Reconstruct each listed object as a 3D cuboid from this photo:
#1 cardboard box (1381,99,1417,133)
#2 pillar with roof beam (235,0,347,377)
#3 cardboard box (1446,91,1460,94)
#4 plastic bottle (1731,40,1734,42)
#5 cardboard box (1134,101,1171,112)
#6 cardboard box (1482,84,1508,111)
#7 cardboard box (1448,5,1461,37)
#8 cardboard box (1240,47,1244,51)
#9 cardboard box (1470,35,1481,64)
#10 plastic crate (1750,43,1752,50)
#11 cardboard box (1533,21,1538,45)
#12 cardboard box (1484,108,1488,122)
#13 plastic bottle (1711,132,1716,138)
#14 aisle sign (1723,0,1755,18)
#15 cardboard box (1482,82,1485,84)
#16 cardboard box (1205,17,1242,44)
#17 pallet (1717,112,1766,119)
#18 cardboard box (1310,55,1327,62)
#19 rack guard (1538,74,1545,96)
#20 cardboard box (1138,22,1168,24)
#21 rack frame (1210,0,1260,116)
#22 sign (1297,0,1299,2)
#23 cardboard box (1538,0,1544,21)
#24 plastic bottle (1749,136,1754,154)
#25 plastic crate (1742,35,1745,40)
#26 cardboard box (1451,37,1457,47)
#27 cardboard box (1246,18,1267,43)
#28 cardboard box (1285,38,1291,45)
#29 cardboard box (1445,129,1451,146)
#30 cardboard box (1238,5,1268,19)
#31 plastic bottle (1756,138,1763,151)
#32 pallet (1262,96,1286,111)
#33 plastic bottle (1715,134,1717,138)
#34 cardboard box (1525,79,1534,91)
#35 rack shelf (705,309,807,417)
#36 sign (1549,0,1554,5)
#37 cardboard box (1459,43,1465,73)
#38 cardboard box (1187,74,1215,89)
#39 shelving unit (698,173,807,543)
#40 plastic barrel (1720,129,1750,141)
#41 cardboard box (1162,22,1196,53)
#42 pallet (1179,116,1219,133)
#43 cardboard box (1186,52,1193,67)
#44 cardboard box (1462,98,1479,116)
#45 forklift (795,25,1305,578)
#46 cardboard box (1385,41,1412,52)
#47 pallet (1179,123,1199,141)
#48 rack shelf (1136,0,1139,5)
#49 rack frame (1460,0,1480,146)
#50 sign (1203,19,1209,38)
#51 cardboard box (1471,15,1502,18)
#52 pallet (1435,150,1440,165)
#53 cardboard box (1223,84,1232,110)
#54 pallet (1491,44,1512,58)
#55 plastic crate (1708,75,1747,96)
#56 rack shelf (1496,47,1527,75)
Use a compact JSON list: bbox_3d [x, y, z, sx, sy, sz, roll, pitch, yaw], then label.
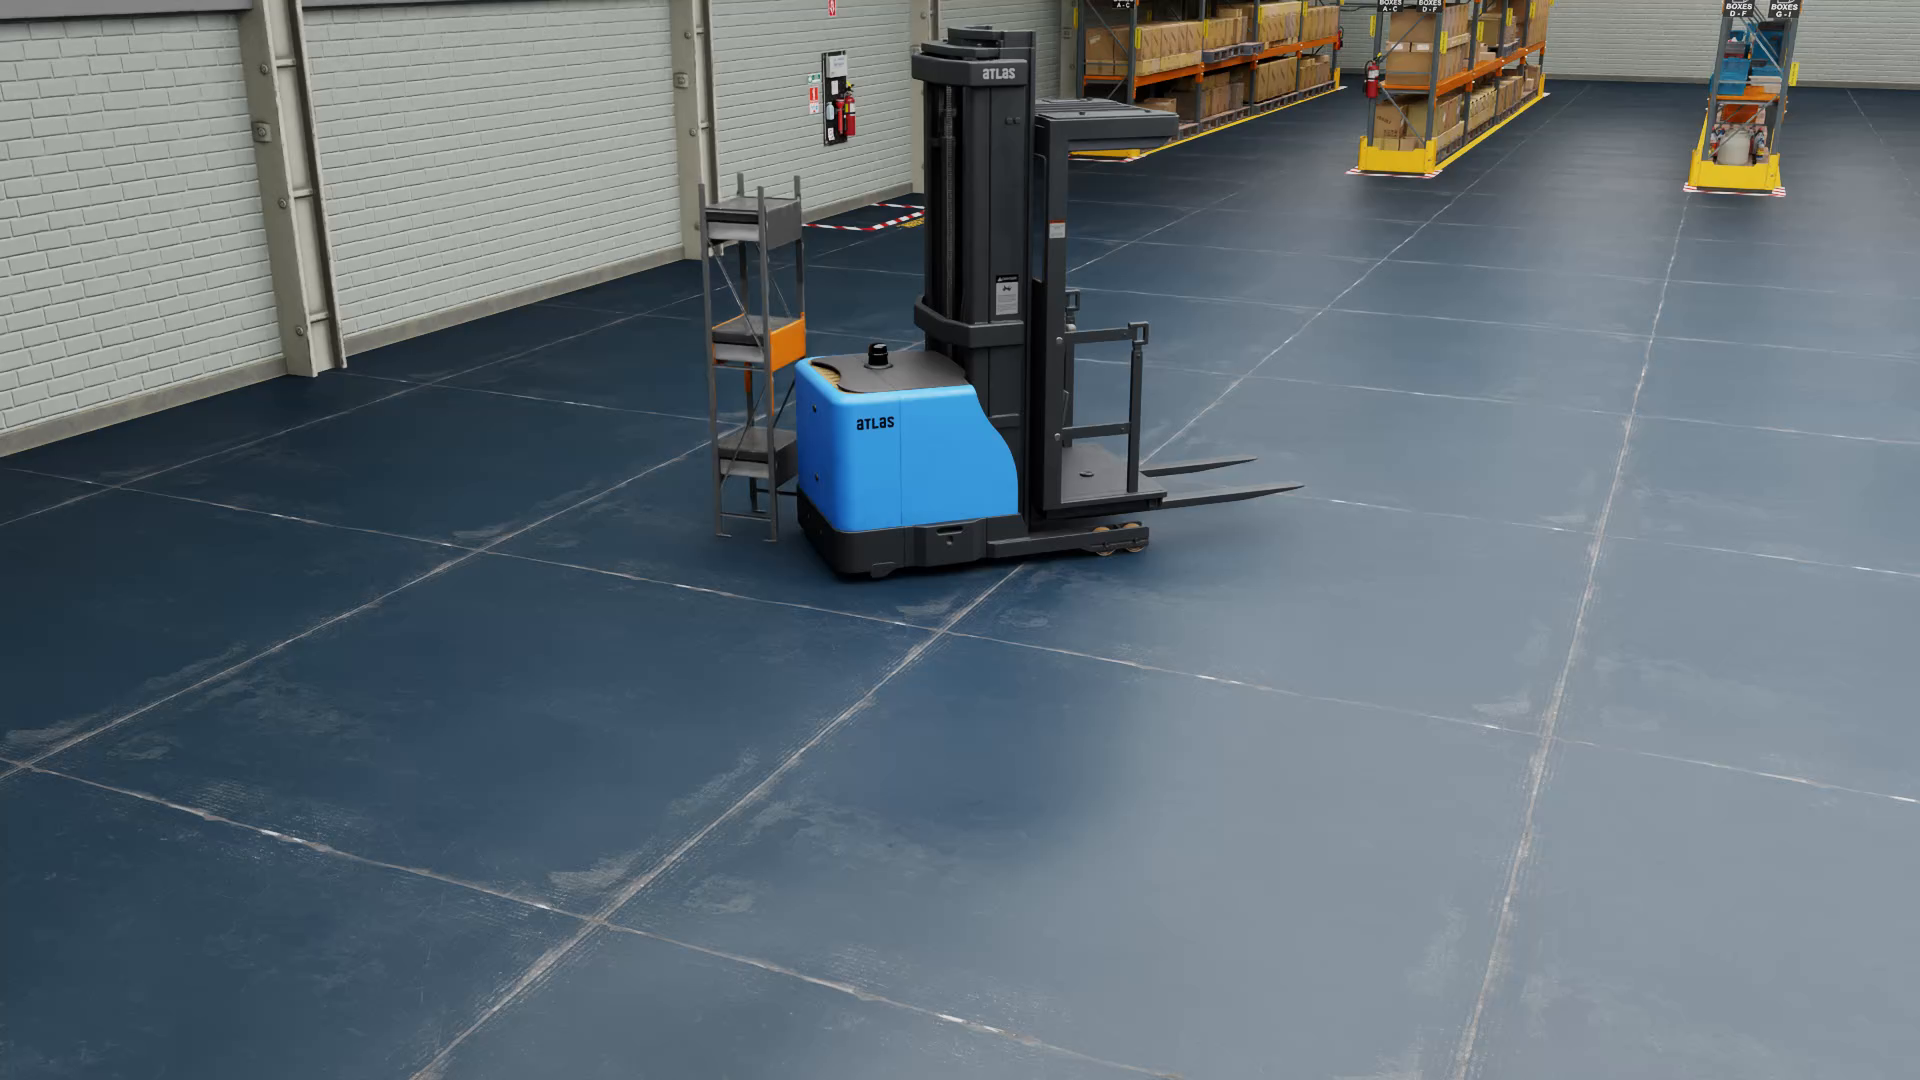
[{"bbox_3d":[7.326,-7.102,27.819,0.500,0.500,0.500,9,21,23],"label":"cardboard box"},{"bbox_3d":[-1.485,-5.078,10.818,9.100,9.000,0.400,9,21,23],"label":"pillar with roof beam"},{"bbox_3d":[9.357,-8.508,32.057,0.500,0.311,0.500,8,21,21],"label":"cardboard box"},{"bbox_3d":[15.726,-10.061,33.969,0.152,0.276,0.135,9,21,23],"label":"plastic bottle"},{"bbox_3d":[3.406,-7.632,30.028,0.700,0.500,0.500,7,21,19],"label":"cardboard box"},{"bbox_3d":[10.914,-9.069,34.068,0.500,0.500,0.500,8,21,21],"label":"cardboard box"},{"bbox_3d":[8.032,-8.770,28.068,0.700,0.500,0.500,9,21,23],"label":"cardboard box"},{"bbox_3d":[6.083,-10.418,35.130,0.380,0.149,0.250,8,21,22],"label":"cardboard box"},{"bbox_3d":[9.586,-9.311,31.524,0.500,0.500,0.500,7,21,20],"label":"cardboard box"},{"bbox_3d":[16.734,-10.348,34.893,0.396,0.136,0.243,9,21,23],"label":"plastic crate"},{"bbox_3d":[12.767,-11.477,37.615,0.500,0.500,0.500,8,21,22],"label":"cardboard box"},{"bbox_3d":[9.848,-8.176,31.958,0.500,0.250,0.500,9,22,24],"label":"cardboard box"},{"bbox_3d":[12.101,-6.400,26.786,0.144,0.351,0.185,10,22,25],"label":"plastic bottle"},{"bbox_3d":[11.199,-7.896,23.816,0.394,0.787,0.004,9,21,23],"label":"aisle sign"},{"bbox_3d":[10.639,-9.285,34.674,0.500,0.500,0.500,8,21,21],"label":"cardboard box"},{"bbox_3d":[5.350,-10.392,33.908,0.700,0.500,0.500,6,21,18],"label":"cardboard box"},{"bbox_3d":[15.561,-8.403,33.281,1.003,0.211,1.213,9,21,23],"label":"pallet"},{"bbox_3d":[8.827,-11.859,40.973,0.380,0.149,0.250,9,22,24],"label":"cardboard box"},{"bbox_3d":[13.503,-11.024,40.220,1.175,0.500,0.348,9,21,23],"label":"rack guard"},{"bbox_3d":[3.501,-9.254,30.589,0.500,0.500,0.500,8,21,22],"label":"cardboard box"},{"bbox_3d":[5.737,-10.458,34.898,1.000,3.000,0.127,9,21,23],"label":"rack frame"},{"bbox_3d":[8.509,-13.426,41.835,0.100,0.325,0.005,9,21,23],"label":"sign"},{"bbox_3d":[12.978,-12.098,37.870,0.500,0.500,0.500,9,22,24],"label":"cardboard box"},{"bbox_3d":[12.758,-6.374,26.813,0.061,0.283,0.133,9,21,23],"label":"plastic bottle"},{"bbox_3d":[16.988,-10.969,36.495,0.416,0.233,0.300,9,21,23],"label":"plastic crate"},{"bbox_3d":[8.077,-8.327,27.789,0.380,0.149,0.250,9,22,24],"label":"cardboard box"},{"bbox_3d":[6.169,-10.768,35.147,0.500,0.500,0.500,9,22,24],"label":"cardboard box"},{"bbox_3d":[7.211,-11.187,37.294,0.380,0.149,0.250,9,21,23],"label":"cardboard box"},{"bbox_3d":[8.020,-6.828,28.167,0.500,0.250,0.500,9,21,23],"label":"cardboard box"},{"bbox_3d":[6.170,-11.120,35.018,0.500,0.250,0.500,9,22,24],"label":"cardboard box"},{"bbox_3d":[12.790,-6.283,26.575,0.097,0.271,0.097,0,20,0],"label":"plastic bottle"},{"bbox_3d":[6.630,-9.746,37.058,1.003,0.211,1.213,9,21,23],"label":"pallet"},{"bbox_3d":[12.325,-6.500,27.184,0.097,0.271,0.097,0,20,0],"label":"plastic bottle"},{"bbox_3d":[13.119,-10.650,38.886,0.500,0.250,0.500,9,21,23],"label":"cardboard box"},{"bbox_3d":[-1.198,-1.057,9.848,0.431,0.518,0.480,7,21,18],"label":"rack shelf"},{"bbox_3d":[14.032,-12.837,39.388,0.100,0.325,0.005,9,21,23],"label":"sign"},{"bbox_3d":[8.444,-8.467,29.151,0.700,0.500,0.500,8,21,21],"label":"cardboard box"},{"bbox_3d":[4.772,-9.140,33.147,0.500,0.250,0.500,8,21,21],"label":"cardboard box"},{"bbox_3d":[-1.198,-1.070,9.844,0.431,2.100,0.503,7,21,18],"label":"shelving unit"},{"bbox_3d":[11.904,-6.043,25.571,0.421,0.512,0.421,0,20,0],"label":"plastic barrel"},{"bbox_3d":[3.988,-9.187,30.399,0.500,0.500,0.500,8,21,22],"label":"cardboard box"},{"bbox_3d":[4.417,-8.159,32.596,1.003,0.211,1.213,9,21,23],"label":"pallet"},{"bbox_3d":[3.970,-8.836,30.532,0.500,0.250,0.500,9,21,23],"label":"cardboard box"},{"bbox_3d":[9.226,-7.967,30.535,0.500,0.311,0.500,8,21,22],"label":"cardboard box"},{"bbox_3d":[0.591,-1.449,9.669,3.031,2.935,1.130,-7,21,-18],"label":"forklift"},{"bbox_3d":[6.965,-7.829,26.390,0.380,0.149,0.250,8,21,22],"label":"cardboard box"},{"bbox_3d":[3.856,-7.711,31.336,1.003,0.211,1.213,9,21,23],"label":"pallet"},{"bbox_3d":[3.280,-9.698,29.358,1.077,0.370,4.000,9,21,23],"label":"rack shelf"},{"bbox_3d":[8.620,-8.556,29.551,1.000,3.000,0.127,9,21,23],"label":"rack frame"},{"bbox_3d":[4.597,-9.571,31.112,0.100,0.325,0.005,9,21,23],"label":"sign"},{"bbox_3d":[11.274,-10.914,35.404,0.700,0.500,0.500,12,23,31],"label":"cardboard box"},{"bbox_3d":[7.257,-6.259,27.254,1.003,0.211,1.213,9,21,23],"label":"pallet"},{"bbox_3d":[5.173,-9.118,34.206,0.700,0.500,0.500,9,21,23],"label":"cardboard box"},{"bbox_3d":[10.471,-9.905,33.632,1.213,0.211,1.003,9,21,23],"label":"pallet"},{"bbox_3d":[11.431,-6.777,24.769,0.499,0.251,0.616,9,21,23],"label":"plastic crate"},{"bbox_3d":[11.077,-10.051,34.829,1.077,0.370,4.000,9,21,23],"label":"rack shelf"}]
